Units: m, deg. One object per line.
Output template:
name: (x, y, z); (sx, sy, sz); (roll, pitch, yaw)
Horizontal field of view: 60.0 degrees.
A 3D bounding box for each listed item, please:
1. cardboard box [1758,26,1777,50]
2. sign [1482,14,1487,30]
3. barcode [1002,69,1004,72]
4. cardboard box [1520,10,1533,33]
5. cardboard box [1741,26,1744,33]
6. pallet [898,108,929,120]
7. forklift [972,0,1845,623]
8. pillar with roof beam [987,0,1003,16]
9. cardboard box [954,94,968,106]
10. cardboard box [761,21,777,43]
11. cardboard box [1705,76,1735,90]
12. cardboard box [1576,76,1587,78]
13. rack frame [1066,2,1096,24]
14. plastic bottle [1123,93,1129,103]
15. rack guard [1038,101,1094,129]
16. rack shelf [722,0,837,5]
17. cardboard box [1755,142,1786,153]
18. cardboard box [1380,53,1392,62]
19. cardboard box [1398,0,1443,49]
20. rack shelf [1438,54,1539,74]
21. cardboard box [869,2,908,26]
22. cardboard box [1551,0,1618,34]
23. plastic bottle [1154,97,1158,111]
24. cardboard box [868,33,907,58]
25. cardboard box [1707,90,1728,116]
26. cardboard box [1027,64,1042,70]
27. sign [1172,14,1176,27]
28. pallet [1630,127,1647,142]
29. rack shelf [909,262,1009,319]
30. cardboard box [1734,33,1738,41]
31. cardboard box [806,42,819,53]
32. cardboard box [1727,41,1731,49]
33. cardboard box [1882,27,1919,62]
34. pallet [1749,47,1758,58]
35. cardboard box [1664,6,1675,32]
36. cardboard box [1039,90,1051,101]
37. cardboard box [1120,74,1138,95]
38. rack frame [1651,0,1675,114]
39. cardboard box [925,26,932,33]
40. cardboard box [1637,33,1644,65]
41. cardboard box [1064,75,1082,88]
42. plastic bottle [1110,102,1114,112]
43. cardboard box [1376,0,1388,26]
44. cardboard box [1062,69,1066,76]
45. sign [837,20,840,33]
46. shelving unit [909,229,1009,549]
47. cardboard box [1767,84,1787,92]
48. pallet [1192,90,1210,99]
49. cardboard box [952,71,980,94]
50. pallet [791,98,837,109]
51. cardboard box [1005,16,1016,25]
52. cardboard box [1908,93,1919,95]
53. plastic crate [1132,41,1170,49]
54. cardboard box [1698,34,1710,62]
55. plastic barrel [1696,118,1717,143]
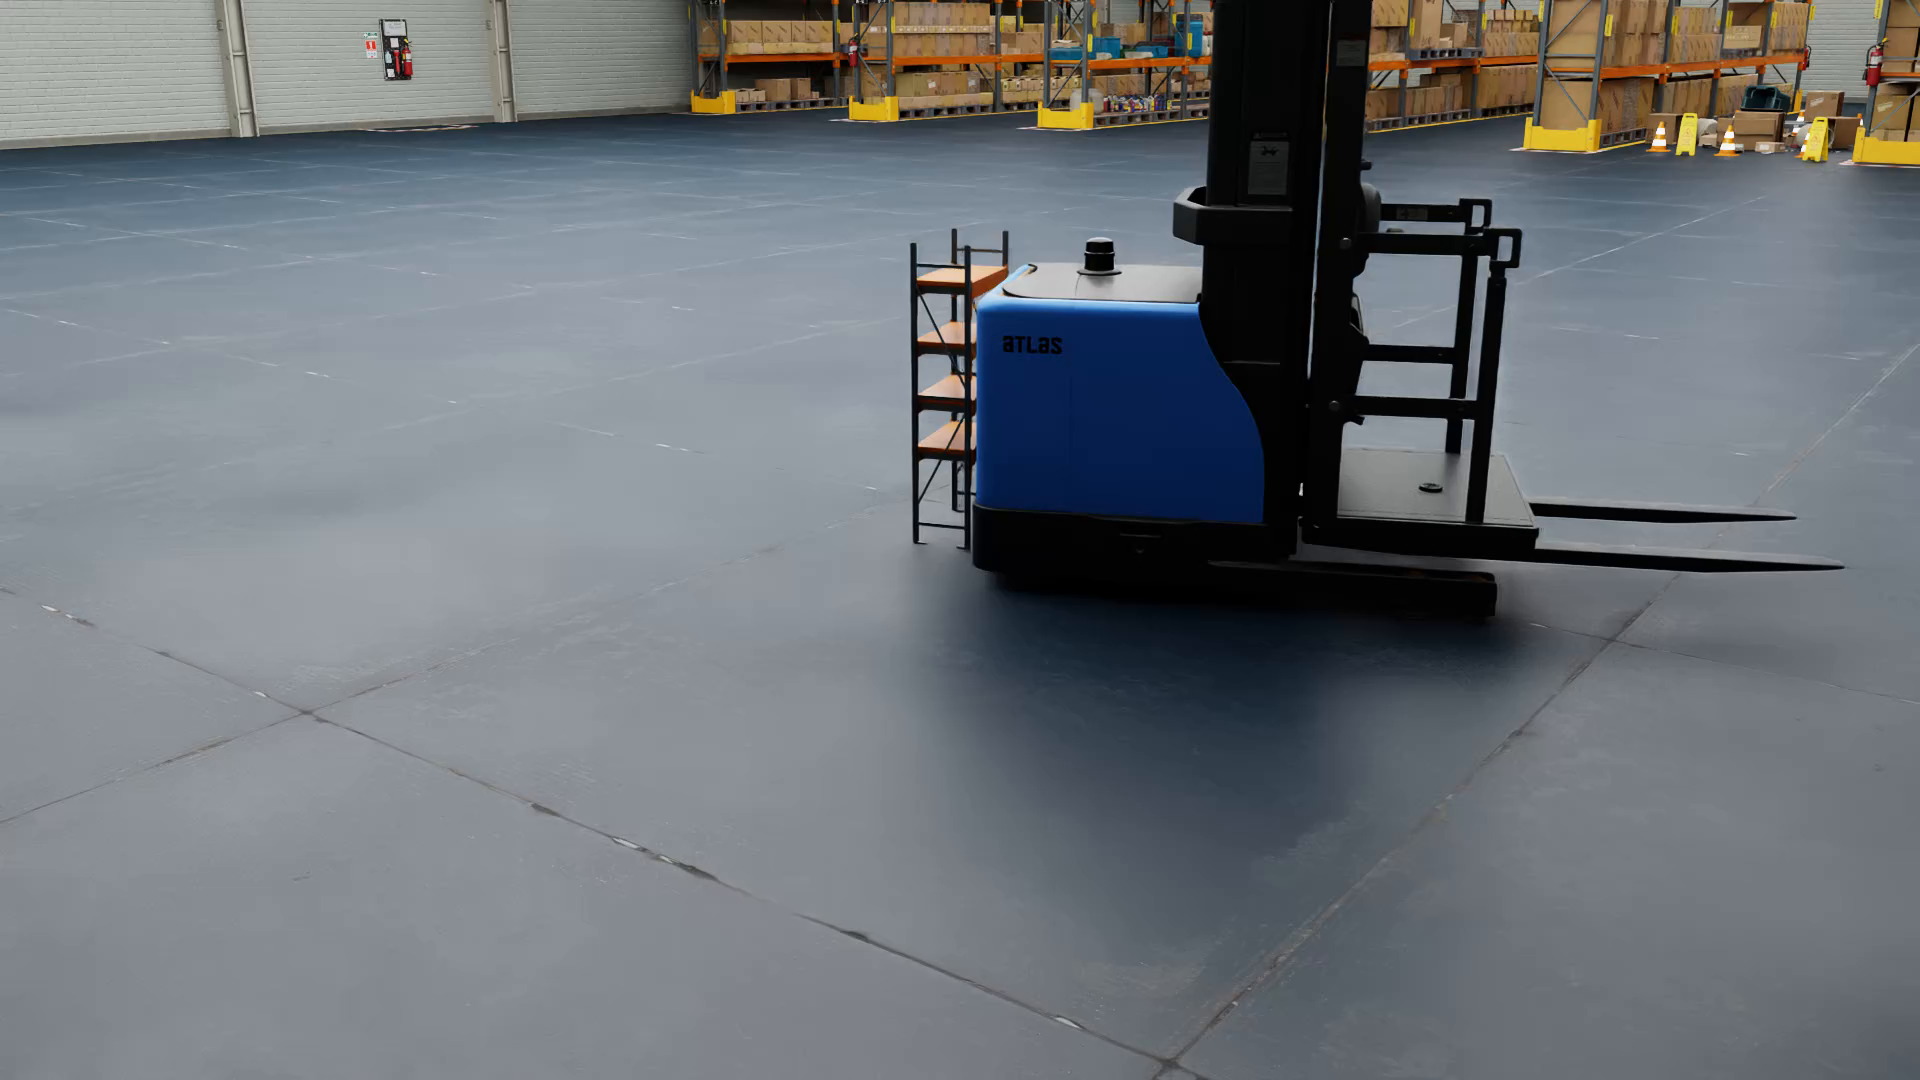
cardboard box: (17.660, -11.064, 36.643); (0.500, 0.500, 0.500); (12, 21, 34)
sign: (11.298, -11.170, 35.836); (0.100, 0.325, 0.005); (12, 21, 35)
barcode: (1.006, -11.009, 38.992); (0.001, 0.075, 0.075); (12, 21, 35)
cardboard box: (12.866, -12.074, 38.708); (0.797, 0.503, 0.637); (12, 21, 33)
cardboard box: (16.144, -10.661, 34.727); (0.380, 0.149, 0.250); (12, 21, 34)
pallet: (-1.442, -9.452, 36.826); (1.003, 0.211, 1.213); (12, 21, 35)
forklift: (1.616, -1.282, 5.929); (3.031, 2.935, 1.130); (3, 18, 11)
pillar with roof beam: (4.485, -16.751, 45.511); (9.100, 9.000, 0.400); (12, 21, 35)
cardboard box: (-0.173, -10.046, 37.966); (0.500, 0.250, 0.500); (12, 21, 35)
cardboard box: (-4.703, -12.063, 39.487); (0.500, 0.500, 0.500); (12, 21, 33)
cardboard box: (15.687, -9.455, 34.375); (0.500, 0.250, 0.500); (12, 21, 34)
cardboard box: (15.306, -11.673, 42.150); (0.875, 0.875, 0.875); (12, 21, 35)
rack frame: (3.689, -15.280, 50.889); (1.000, 3.000, 0.127); (12, 21, 35)
plastic bottle: (3.569, -9.452, 35.848); (0.144, 0.351, 0.185); (11, 21, 32)
rack guard: (2.119, -8.551, 33.436); (1.175, 0.500, 0.348); (12, 21, 35)
rack shelf: (-4.653, -13.034, 39.814); (1.077, 0.370, 4.000); (12, 21, 35)
cardboard box: (13.207, -6.399, 27.100); (0.250, 0.149, 0.380); (-7, 19, -22)
cardboard box: (8.168, -9.387, 32.336); (0.380, 0.149, 0.250); (12, 21, 35)
cardboard box: (9.059, -10.447, 33.608); (1.000, 1.000, 1.000); (13, 21, 35)
rack shelf: (12.048, -10.881, 37.939); (1.077, 0.370, 4.000); (12, 21, 35)
cardboard box: (-1.544, -11.383, 35.986); (0.700, 0.500, 0.500); (13, 21, 35)
cardboard box: (10.265, -8.611, 27.342); (0.875, 0.550, 0.550); (12, 21, 35)
plastic bottle: (4.165, -9.288, 35.432); (0.061, 0.283, 0.133); (14, 22, 38)
cardboard box: (-1.575, -10.751, 36.138); (0.700, 0.500, 0.500); (12, 21, 35)
cardboard box: (15.406, -8.978, 34.104); (0.500, 0.500, 0.500); (11, 21, 32)
cardboard box: (2.184, -13.853, 48.708); (0.380, 0.149, 0.250); (13, 22, 37)
sign: (5.734, -13.908, 44.521); (0.100, 0.325, 0.005); (12, 21, 35)
pallet: (11.880, -7.396, 30.205); (1.003, 0.211, 1.213); (12, 21, 35)
rack shelf: (0.003, -0.994, 6.597); (0.258, 0.148, 0.480); (6, 18, 18)
cardboard box: (15.844, -10.399, 34.385); (0.380, 0.149, 0.250); (12, 21, 35)
cardboard box: (-3.803, -12.076, 40.792); (0.500, 0.250, 0.500); (13, 21, 35)
cardboard box: (15.529, -10.128, 34.014); (0.380, 0.149, 0.250); (14, 22, 37)
cardboard box: (14.151, -7.460, 25.037); (0.500, 0.500, 0.500); (12, 21, 34)
pallet: (16.591, -10.553, 35.991); (1.003, 0.211, 1.213); (12, 21, 35)
cardboard box: (12.687, -9.540, 30.551); (0.700, 0.500, 0.500); (12, 21, 34)
cardboard box: (1.875, -10.853, 40.563); (0.500, 0.250, 0.500); (13, 21, 36)
cardboard box: (4.321, -11.944, 43.620); (0.500, 0.500, 0.500); (12, 21, 33)
rack frame: (12.396, -8.895, 30.330); (1.000, 3.000, 0.127); (12, 21, 35)
cardboard box: (-0.843, -11.254, 36.662); (0.380, 0.149, 0.250); (12, 21, 33)
cardboard box: (11.460, -8.634, 29.236); (0.875, 0.550, 0.550); (12, 21, 35)
cardboard box: (2.789, -11.487, 41.658); (0.500, 0.311, 0.500); (13, 22, 36)
plastic bottle: (3.220, -9.177, 35.216); (0.097, 0.201, 0.097); (0, 17, 0)
cardboard box: (7.830, -10.069, 31.754); (0.500, 0.500, 0.500); (12, 21, 35)
cardboard box: (2.755, -13.863, 49.834); (0.700, 0.500, 0.500); (12, 21, 33)
sign: (-3.021, -12.741, 41.255); (0.100, 0.325, 0.005); (12, 21, 35)
shelving unit: (0.003, -0.619, 6.713); (0.258, 1.200, 0.503); (6, 18, 18)
cardboard box: (18.866, -10.448, 38.425); (0.380, 0.149, 0.250); (13, 22, 37)
pallet: (6.423, -12.576, 46.885); (1.003, 0.211, 1.213); (12, 21, 35)
cardboard box: (0.111, -10.527, 38.247); (0.500, 0.500, 0.500); (12, 21, 35)
pallet: (-3.833, -10.924, 41.564); (1.003, 0.211, 1.213); (12, 21, 35)
cardboard box: (1.233, -14.728, 47.145); (0.500, 0.250, 0.500); (13, 22, 36)
cardboard box: (14.625, -6.699, 25.922); (0.500, 0.500, 0.500); (13, 22, 37)
plastic crate: (4.081, -10.539, 35.728); (0.767, 0.338, 0.504); (12, 21, 35)
cardboard box: (14.131, -9.503, 32.120); (0.500, 0.500, 0.500); (12, 21, 34)
plastic barrel: (12.952, -7.124, 28.969); (0.421, 0.421, 0.512); (-4, 18, -13)
